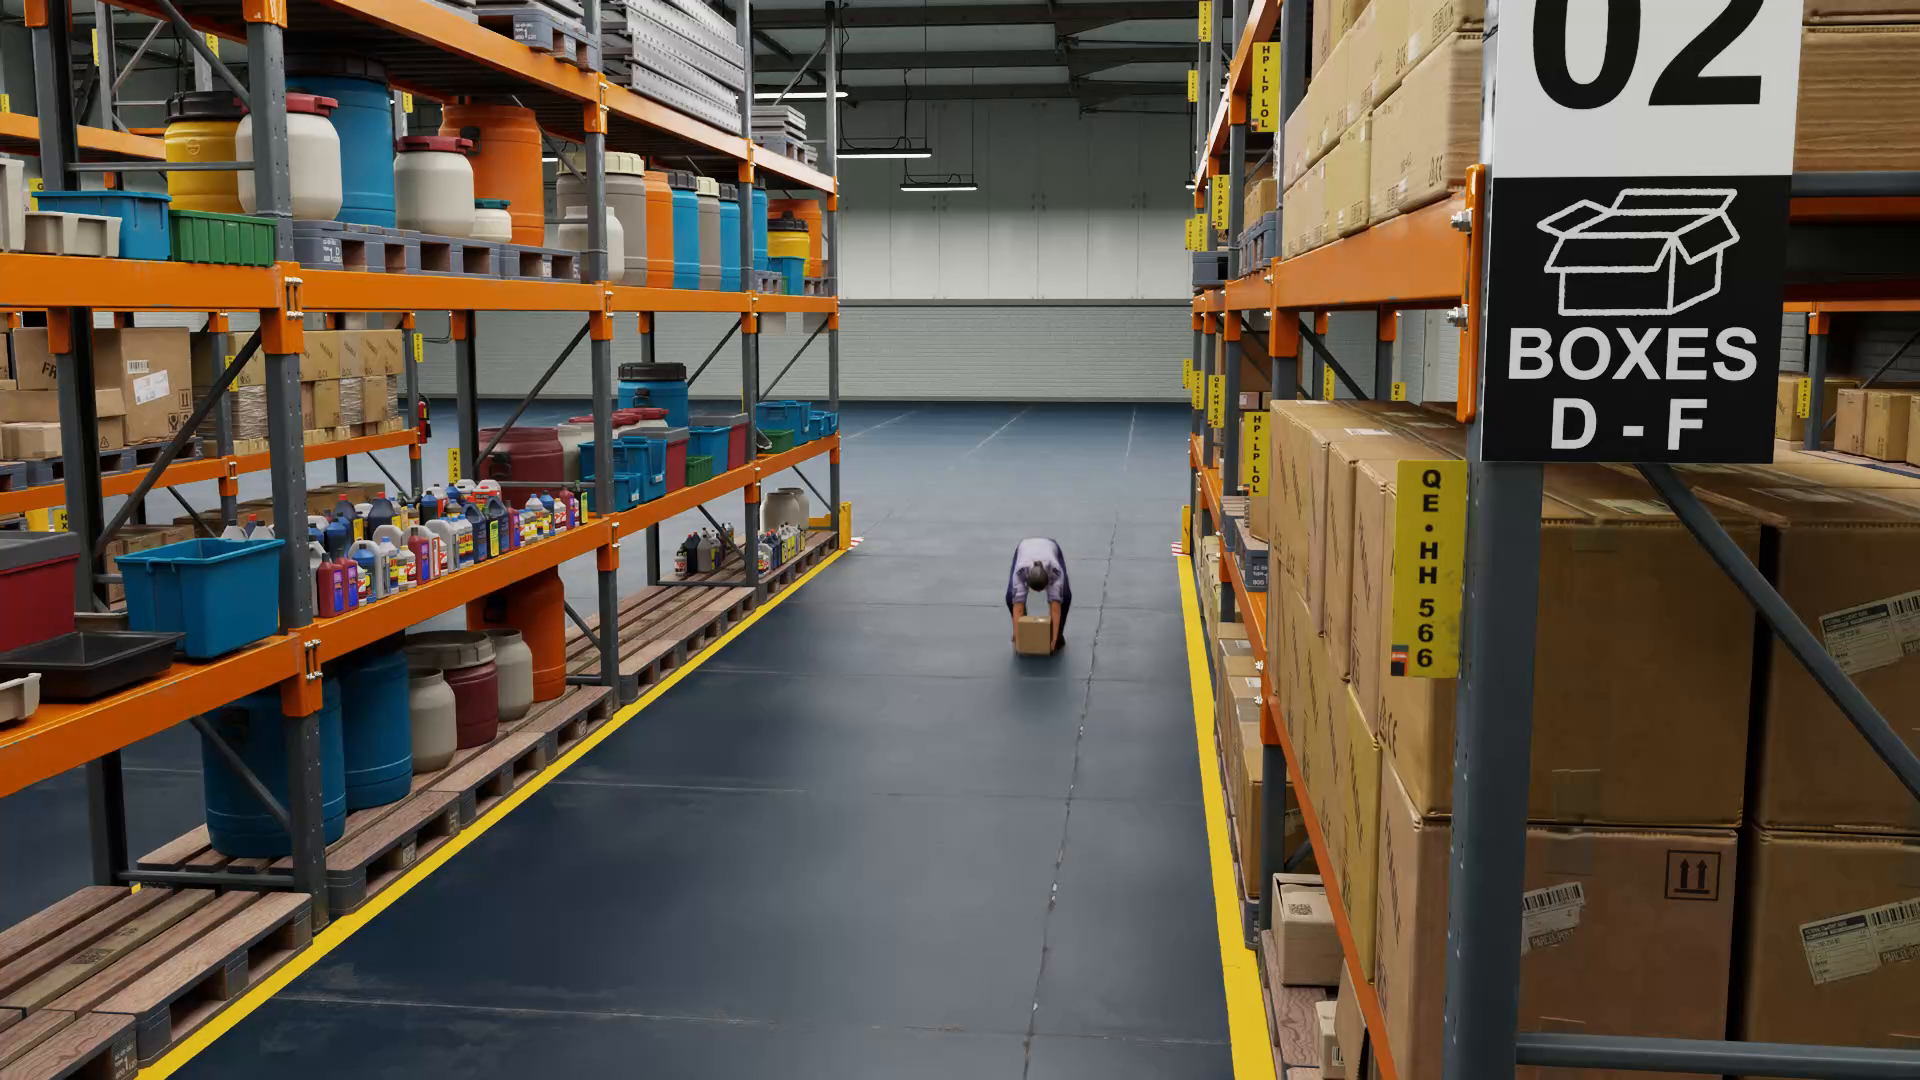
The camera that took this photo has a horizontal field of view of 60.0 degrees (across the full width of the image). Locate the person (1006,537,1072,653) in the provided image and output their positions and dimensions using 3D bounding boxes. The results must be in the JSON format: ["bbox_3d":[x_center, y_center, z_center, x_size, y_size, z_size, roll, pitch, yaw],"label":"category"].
[{"bbox_3d":[0.625,0.427,13.216,0.522,0.840,0.899,0,8,4],"label":"person"}]
